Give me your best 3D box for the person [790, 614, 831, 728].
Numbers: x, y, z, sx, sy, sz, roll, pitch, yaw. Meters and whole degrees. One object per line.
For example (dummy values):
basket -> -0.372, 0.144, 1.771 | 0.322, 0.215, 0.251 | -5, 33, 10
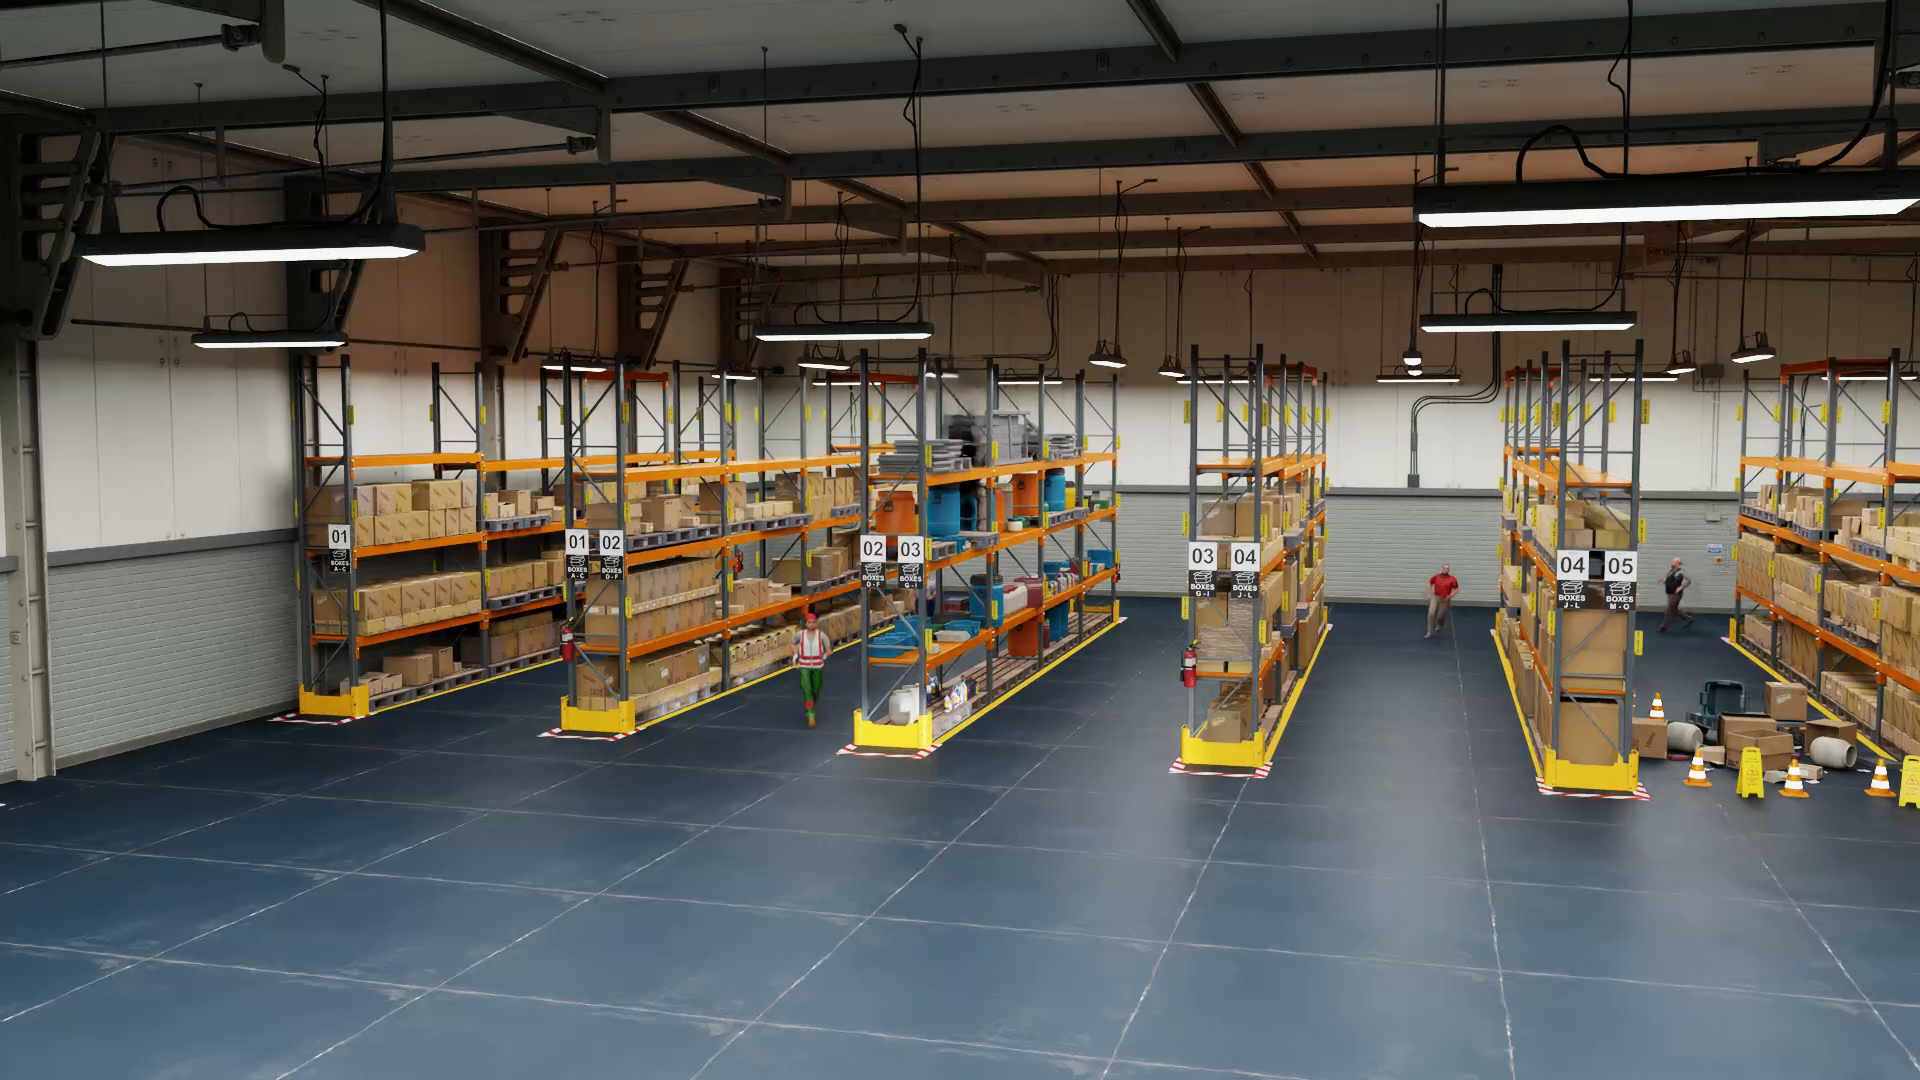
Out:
person -> -2.423, 2.083, 27.010 | 0.656, 1.792, 0.981 | -1, 4, -10

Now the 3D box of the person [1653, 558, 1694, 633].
person -> 16.418, 1.267, 38.181 | 0.955, 1.717, 0.660 | 0, 4, 3

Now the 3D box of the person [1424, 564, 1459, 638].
person -> 10.857, 1.367, 37.444 | 0.700, 1.665, 0.719 | 2, 5, 30

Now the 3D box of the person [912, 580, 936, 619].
person -> -0.788, 1.452, 36.588 | 0.613, 1.640, 0.726 | 1, 4, 13
